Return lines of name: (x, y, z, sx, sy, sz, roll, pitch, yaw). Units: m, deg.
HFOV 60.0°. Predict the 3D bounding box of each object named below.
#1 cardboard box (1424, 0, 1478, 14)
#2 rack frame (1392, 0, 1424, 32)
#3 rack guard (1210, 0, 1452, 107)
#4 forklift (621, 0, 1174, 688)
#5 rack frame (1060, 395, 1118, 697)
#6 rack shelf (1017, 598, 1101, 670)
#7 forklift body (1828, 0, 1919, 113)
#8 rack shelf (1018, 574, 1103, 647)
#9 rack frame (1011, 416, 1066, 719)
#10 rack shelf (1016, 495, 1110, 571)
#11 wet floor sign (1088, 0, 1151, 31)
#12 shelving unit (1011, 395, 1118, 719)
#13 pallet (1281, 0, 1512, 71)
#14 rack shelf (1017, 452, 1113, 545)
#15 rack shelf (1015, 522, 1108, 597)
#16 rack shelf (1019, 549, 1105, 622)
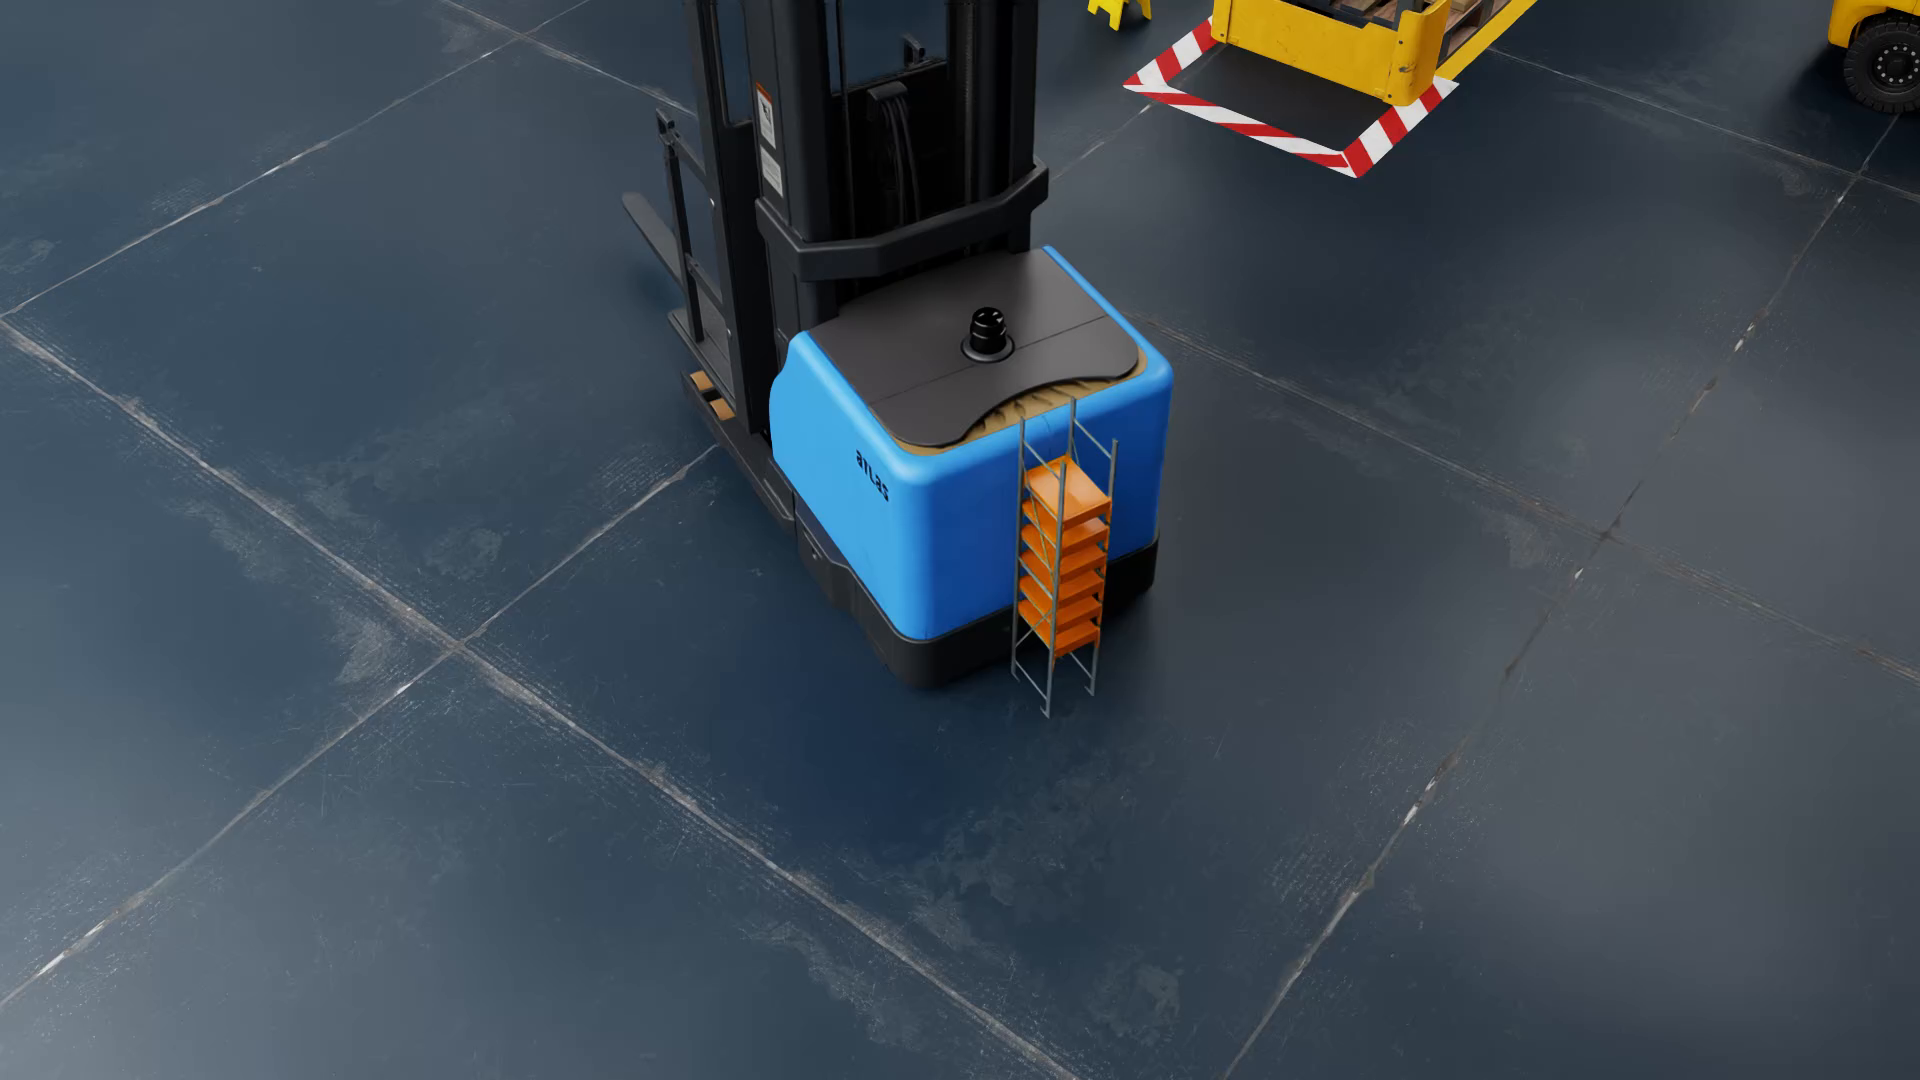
cardboard box: (2.533, -3.033, 8.684, 0.500, 0.250, 0.500, 29, 53, 25)
rack frame: (1.821, -3.499, 7.518, 1.000, 3.000, 0.127, 29, 53, 25)
rack guard: (1.868, -2.679, 8.463, 1.175, 0.500, 0.348, 29, 53, 25)
forklift: (-0.467, -1.567, 5.720, 1.130, 2.935, 3.031, -23, 50, -20)
rack frame: (0.399, 0.053, 5.369, 0.006, 1.200, 0.240, -24, 51, -21)
rack shelf: (0.321, 0.284, 5.542, 0.180, 0.103, 0.258, -24, 51, -21)
forklift body: (5.467, -2.905, 7.537, 2.313, 2.155, 1.214, 29, 53, 25)
rack shelf: (0.321, 0.201, 5.456, 0.180, 0.103, 0.258, -24, 51, -21)
rack frame: (0.243, 0.122, 5.304, 0.006, 1.200, 0.240, -24, 51, -21)
rack shelf: (0.321, -0.048, 5.195, 0.180, 0.103, 0.258, -24, 51, -21)
wet floor sign: (0.858, -3.050, 8.717, 0.232, 0.644, 0.267, -25, 51, -22)
shelving unit: (0.321, 0.087, 5.337, 0.189, 1.200, 0.258, -24, 51, -21)
pallet: (2.392, -3.028, 8.997, 1.003, 0.211, 1.213, 29, 53, 25)
rack shelf: (0.321, -0.131, 5.109, 0.180, 0.103, 0.258, -24, 51, -21)
rack shelf: (0.321, 0.035, 5.282, 0.180, 0.103, 0.258, -24, 51, -21)
rack shelf: (0.321, 0.118, 5.369, 0.180, 0.103, 0.258, -24, 51, -21)
